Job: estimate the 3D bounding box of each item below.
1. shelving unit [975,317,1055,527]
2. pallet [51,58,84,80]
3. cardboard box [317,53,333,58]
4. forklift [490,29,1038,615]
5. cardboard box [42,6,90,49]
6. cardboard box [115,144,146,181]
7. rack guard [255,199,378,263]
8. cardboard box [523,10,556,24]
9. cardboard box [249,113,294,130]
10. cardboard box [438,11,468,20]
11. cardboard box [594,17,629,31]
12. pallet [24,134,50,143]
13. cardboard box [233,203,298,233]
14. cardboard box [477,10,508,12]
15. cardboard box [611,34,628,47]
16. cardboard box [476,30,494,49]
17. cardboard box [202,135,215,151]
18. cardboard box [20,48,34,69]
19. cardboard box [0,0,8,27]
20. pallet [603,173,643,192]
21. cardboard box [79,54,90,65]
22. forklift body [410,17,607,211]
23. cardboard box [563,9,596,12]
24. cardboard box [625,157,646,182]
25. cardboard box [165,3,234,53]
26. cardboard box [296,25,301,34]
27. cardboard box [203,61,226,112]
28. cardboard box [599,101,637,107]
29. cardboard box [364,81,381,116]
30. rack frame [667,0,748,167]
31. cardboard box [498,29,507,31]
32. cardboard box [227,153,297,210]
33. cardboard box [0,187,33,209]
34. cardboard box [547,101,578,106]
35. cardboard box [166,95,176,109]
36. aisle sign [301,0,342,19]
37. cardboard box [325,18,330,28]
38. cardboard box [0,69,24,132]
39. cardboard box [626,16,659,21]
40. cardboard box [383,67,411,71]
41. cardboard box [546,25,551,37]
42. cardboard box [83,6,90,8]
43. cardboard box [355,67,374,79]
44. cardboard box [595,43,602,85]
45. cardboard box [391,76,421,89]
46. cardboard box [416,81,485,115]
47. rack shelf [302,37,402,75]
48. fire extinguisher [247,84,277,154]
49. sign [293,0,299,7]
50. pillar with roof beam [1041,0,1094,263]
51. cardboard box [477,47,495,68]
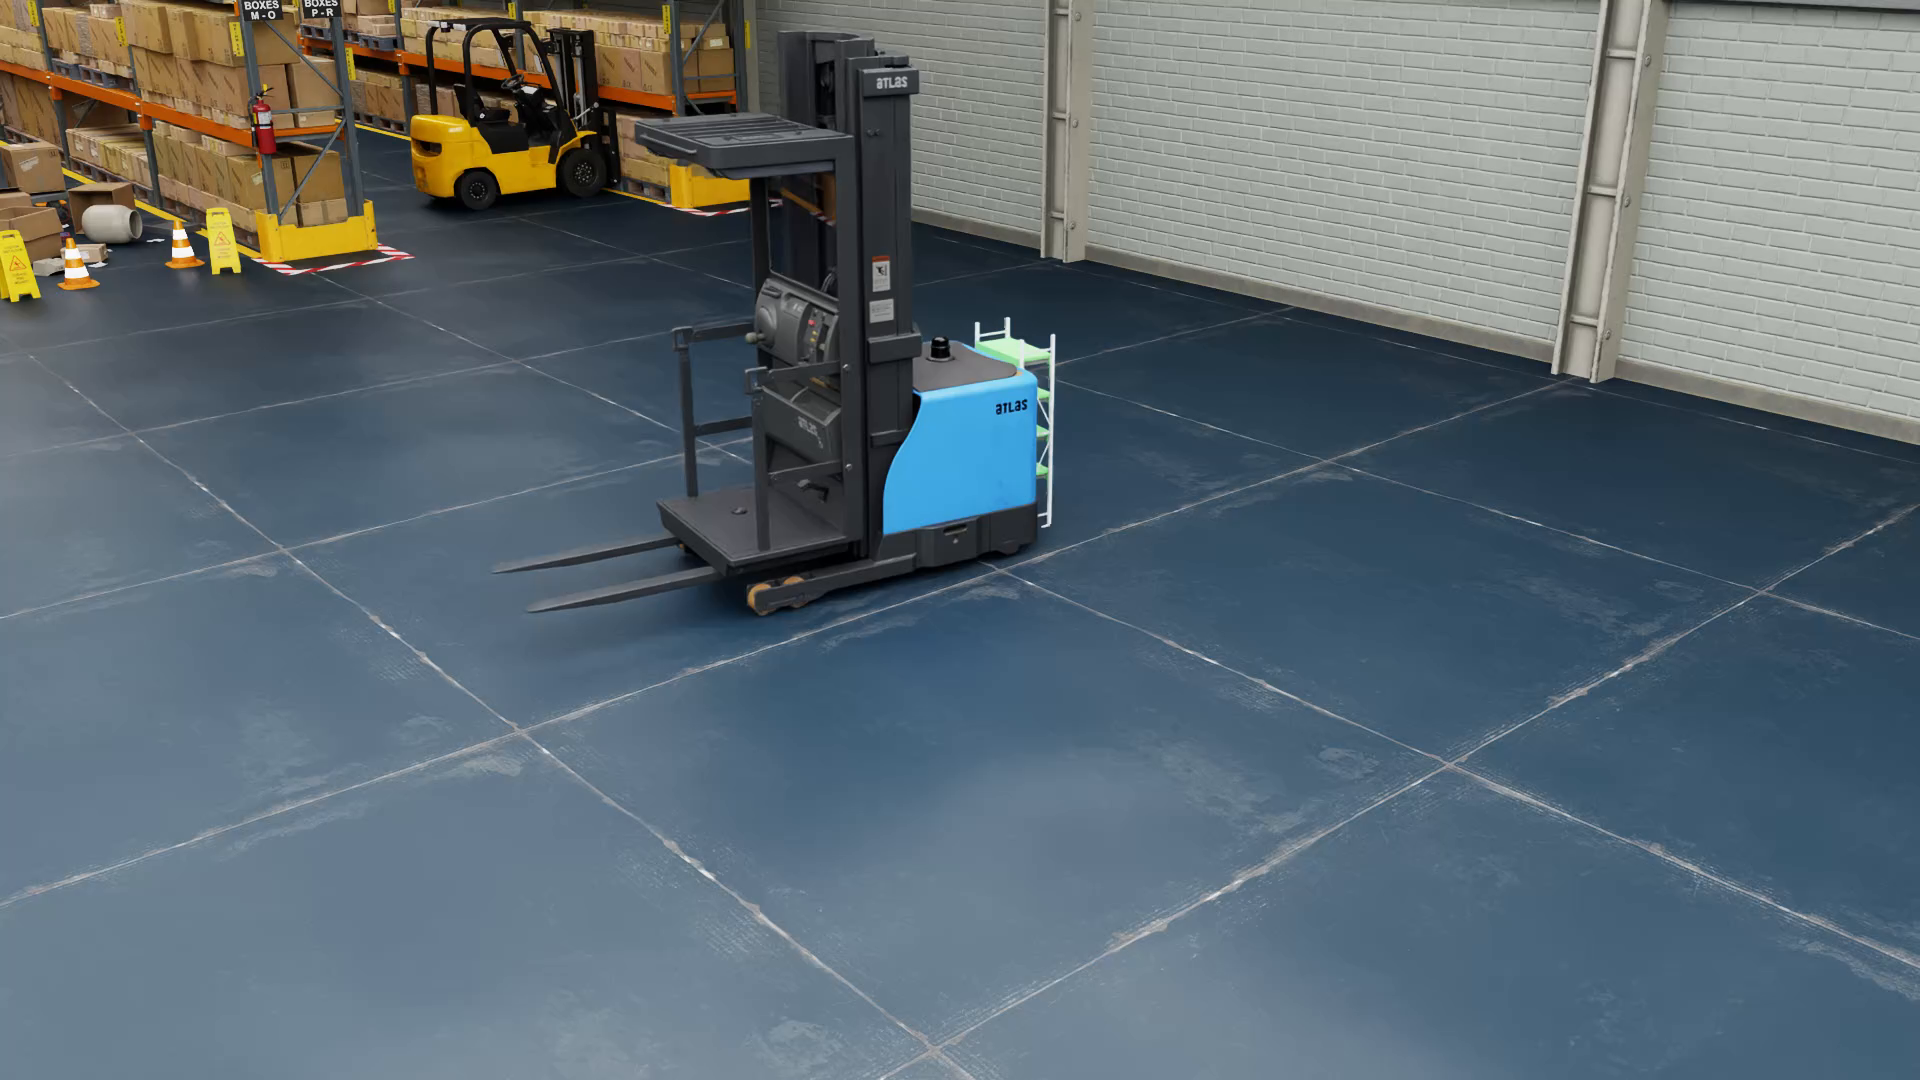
[{"bbox_3d":[0.326,-0.701,10.129,0.258,1.200,0.503,-13,25,-29],"label":"shelving unit"},{"bbox_3d":[-11.483,-6.402,22.479,1.213,0.211,1.003,-17,27,-37],"label":"pallet"},{"bbox_3d":[-10.803,-8.275,28.552,0.380,0.149,0.250,-18,28,-38],"label":"cardboard box"},{"bbox_3d":[-1.071,-1.180,8.979,3.031,2.935,1.130,-12,25,-29],"label":"forklift"},{"bbox_3d":[-11.910,-6.864,22.275,0.500,0.500,0.500,-18,28,-39],"label":"cardboard box"},{"bbox_3d":[-10.234,-4.872,21.337,0.950,0.372,0.625,-15,26,-34],"label":"cardboard box"},{"bbox_3d":[-6.856,-3.310,17.748,1.175,0.500,0.348,-17,27,-37],"label":"rack guard"},{"bbox_3d":[-5.676,-7.069,22.484,0.380,0.149,0.250,-17,27,-36],"label":"cardboard box"},{"bbox_3d":[-7.213,-4.388,17.418,0.380,0.149,0.250,-16,27,-36],"label":"cardboard box"},{"bbox_3d":[-7.435,-7.682,24.457,0.380,0.149,0.250,-17,27,-36],"label":"cardboard box"},{"bbox_3d":[-4.448,-6.593,21.271,0.380,0.149,0.250,-17,27,-37],"label":"cardboard box"},{"bbox_3d":[-13.278,-5.937,24.853,1.003,0.211,1.213,-17,27,-37],"label":"pallet"},{"bbox_3d":[-7.554,-3.534,18.087,0.500,0.250,0.500,-18,27,-38],"label":"cardboard box"},{"bbox_3d":[-6.976,-7.830,24.834,0.380,0.149,0.250,-18,28,-38],"label":"cardboard box"},{"bbox_3d":[-4.163,-6.296,20.920,0.380,0.149,0.250,-19,28,-39],"label":"cardboard box"},{"bbox_3d":[-6.515,-7.118,23.566,0.500,0.250,0.500,-18,28,-39],"label":"cardboard box"},{"bbox_3d":[-8.150,-4.407,18.400,0.380,0.149,0.250,-16,27,-35],"label":"cardboard box"},{"bbox_3d":[-12.901,-6.808,23.459,0.500,0.250,0.500,-17,27,-37],"label":"cardboard box"},{"bbox_3d":[-13.549,-7.676,23.960,0.500,0.500,0.500,-18,28,-38],"label":"cardboard box"},{"bbox_3d":[-4.372,-4.875,22.141,1.003,0.211,1.213,-17,27,-37],"label":"pallet"},{"bbox_3d":[-11.274,-6.306,21.739,0.380,0.149,0.250,-16,26,-34],"label":"cardboard box"},{"bbox_3d":[-5.668,-5.330,20.642,2.313,2.155,1.214,-17,27,-37],"label":"forklift body"},{"bbox_3d":[-5.222,-7.211,22.848,0.380,0.149,0.250,-17,27,-37],"label":"cardboard box"},{"bbox_3d":[-3.912,-4.745,21.179,0.500,0.250,0.500,-17,27,-37],"label":"cardboard box"},{"bbox_3d":[-8.261,-5.621,18.307,0.700,0.500,0.500,-18,27,-38],"label":"cardboard box"},{"bbox_3d":[-11.281,-8.862,28.840,0.380,0.149,0.250,-17,27,-37],"label":"cardboard box"},{"bbox_3d":[-7.693,-4.861,17.738,0.500,0.500,0.500,-17,27,-37],"label":"cardboard box"},{"bbox_3d":[-4.530,-5.752,22.380,0.500,0.250,0.500,-17,27,-37],"label":"cardboard box"},{"bbox_3d":[-9.372,-7.227,27.175,0.500,0.500,0.500,-16,27,-35],"label":"cardboard box"},{"bbox_3d":[-3.049,-5.635,20.258,1.000,3.000,0.127,-17,27,-37],"label":"rack frame"},{"bbox_3d":[-6.233,-7.197,23.221,0.380,0.149,0.250,-18,28,-38],"label":"cardboard box"},{"bbox_3d":[-7.527,-3.876,17.934,0.500,0.500,0.500,-17,27,-37],"label":"cardboard box"},{"bbox_3d":[-10.488,-3.492,18.024,0.797,0.637,0.503,-17,27,-37],"label":"cardboard box"},{"bbox_3d":[-5.255,-5.769,22.424,0.500,0.250,0.500,-17,27,-37],"label":"cardboard box"},{"bbox_3d":[-8.919,-5.077,19.178,0.380,0.149,0.250,-16,27,-36],"label":"cardboard box"},{"bbox_3d":[-6.531,-5.720,16.909,0.394,0.787,0.004,-17,27,-37],"label":"aisle sign"},{"bbox_3d":[-10.265,-8.608,27.458,0.396,0.266,0.258,-16,26,-35],"label":"cardboard box"},{"bbox_3d":[-14.174,-6.822,25.626,0.875,0.875,0.875,-16,27,-36],"label":"cardboard box"},{"bbox_3d":[-4.094,-6.700,21.543,0.380,0.149,0.250,-17,27,-37],"label":"cardboard box"},{"bbox_3d":[-9.404,-7.827,27.816,0.380,0.149,0.250,-19,28,-39],"label":"cardboard box"},{"bbox_3d":[-5.289,-6.802,22.210,0.380,0.149,0.250,-18,27,-38],"label":"cardboard box"},{"bbox_3d":[-11.521,-6.984,22.581,0.500,0.500,0.500,-18,28,-39],"label":"cardboard box"},{"bbox_3d":[-9.949,-7.776,27.686,0.380,0.149,0.250,-16,27,-36],"label":"cardboard box"},{"bbox_3d":[-4.572,-6.178,21.509,0.500,0.500,0.500,-17,27,-37],"label":"cardboard box"},{"bbox_3d":[-8.785,-7.255,26.357,0.380,0.149,0.250,-19,28,-40],"label":"cardboard box"},{"bbox_3d":[-7.874,-6.760,25.810,0.875,0.625,0.625,-16,27,-36],"label":"cardboard box"},{"bbox_3d":[-9.576,-8.063,27.444,1.077,0.370,4.000,-17,27,-37],"label":"rack shelf"},{"bbox_3d":[-7.081,-4.275,16.892,0.296,0.674,0.183,-17,27,-37],"label":"fire extinguisher"},{"bbox_3d":[-11.288,-9.222,28.230,0.100,0.325,0.005,-17,27,-37],"label":"sign"},{"bbox_3d":[-2.165,-6.153,13.354,9.100,9.000,0.400,-17,27,-37],"label":"pillar with roof beam"},{"bbox_3d":[-6.519,-6.885,23.655,0.500,0.250,0.500,-18,27,-38],"label":"cardboard box"}]
